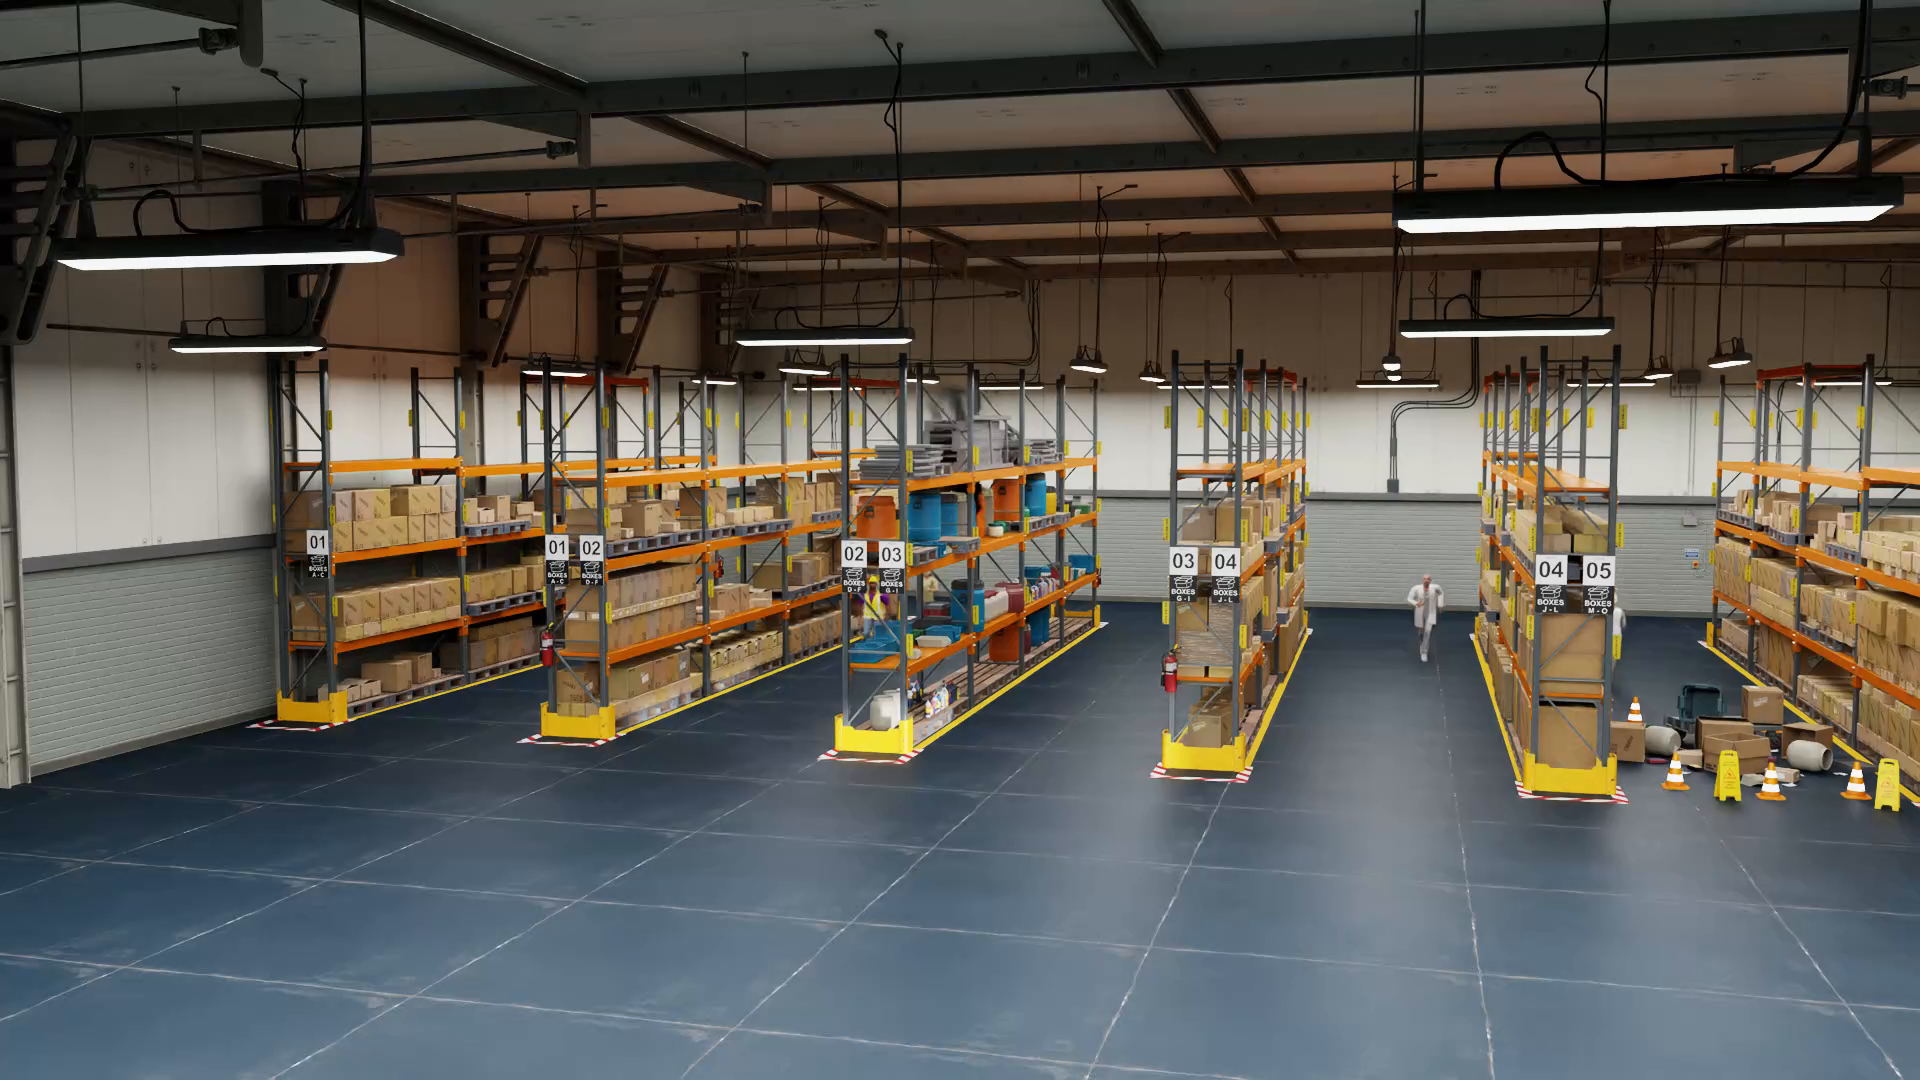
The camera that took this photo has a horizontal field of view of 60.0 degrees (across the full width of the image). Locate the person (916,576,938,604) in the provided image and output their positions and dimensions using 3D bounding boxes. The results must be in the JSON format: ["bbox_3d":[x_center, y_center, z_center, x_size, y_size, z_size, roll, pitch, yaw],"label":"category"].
[{"bbox_3d":[-0.747,1.551,37.927,0.514,1.468,0.853,0,4,3],"label":"person"}]

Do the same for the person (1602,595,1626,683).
[{"bbox_3d":[12.395,1.846,31.826,0.640,1.726,0.662,1,4,12],"label":"person"}]

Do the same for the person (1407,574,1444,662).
[{"bbox_3d":[9.788,1.601,34.986,0.740,1.801,1.094,1,4,15],"label":"person"}]

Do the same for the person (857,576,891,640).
[{"bbox_3d":[-1.784,1.534,33.947,0.702,1.589,0.715,1,4,10],"label":"person"}]
